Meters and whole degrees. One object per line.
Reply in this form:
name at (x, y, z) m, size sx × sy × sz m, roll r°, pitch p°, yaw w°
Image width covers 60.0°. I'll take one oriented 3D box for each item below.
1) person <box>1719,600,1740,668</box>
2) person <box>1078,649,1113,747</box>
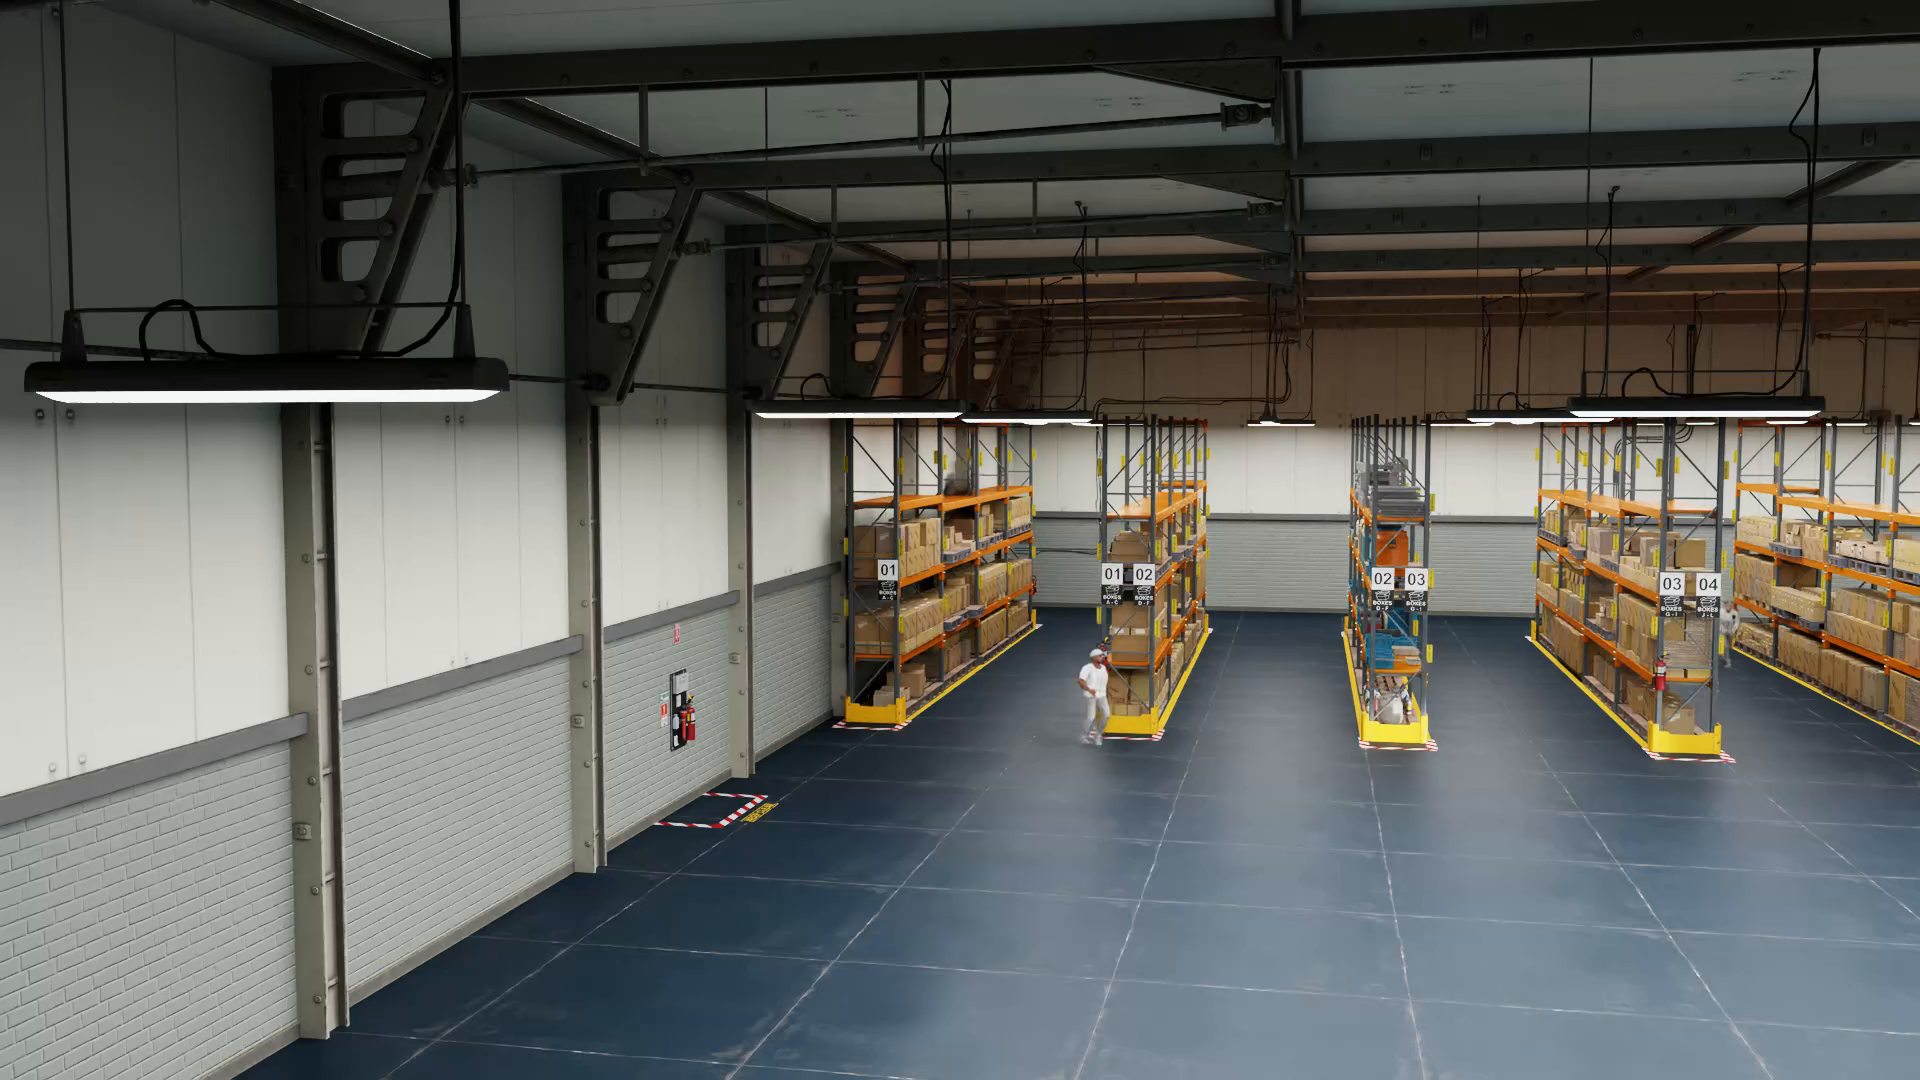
person at (18.525, 2.259, 40.252) m, size 0.616 × 1.670 × 0.779 m, roll 1°, pitch 4°, yaw 15°
person at (2.496, 2.861, 30.170) m, size 0.760 × 1.752 × 0.622 m, roll -2°, pitch 4°, yaw -29°
